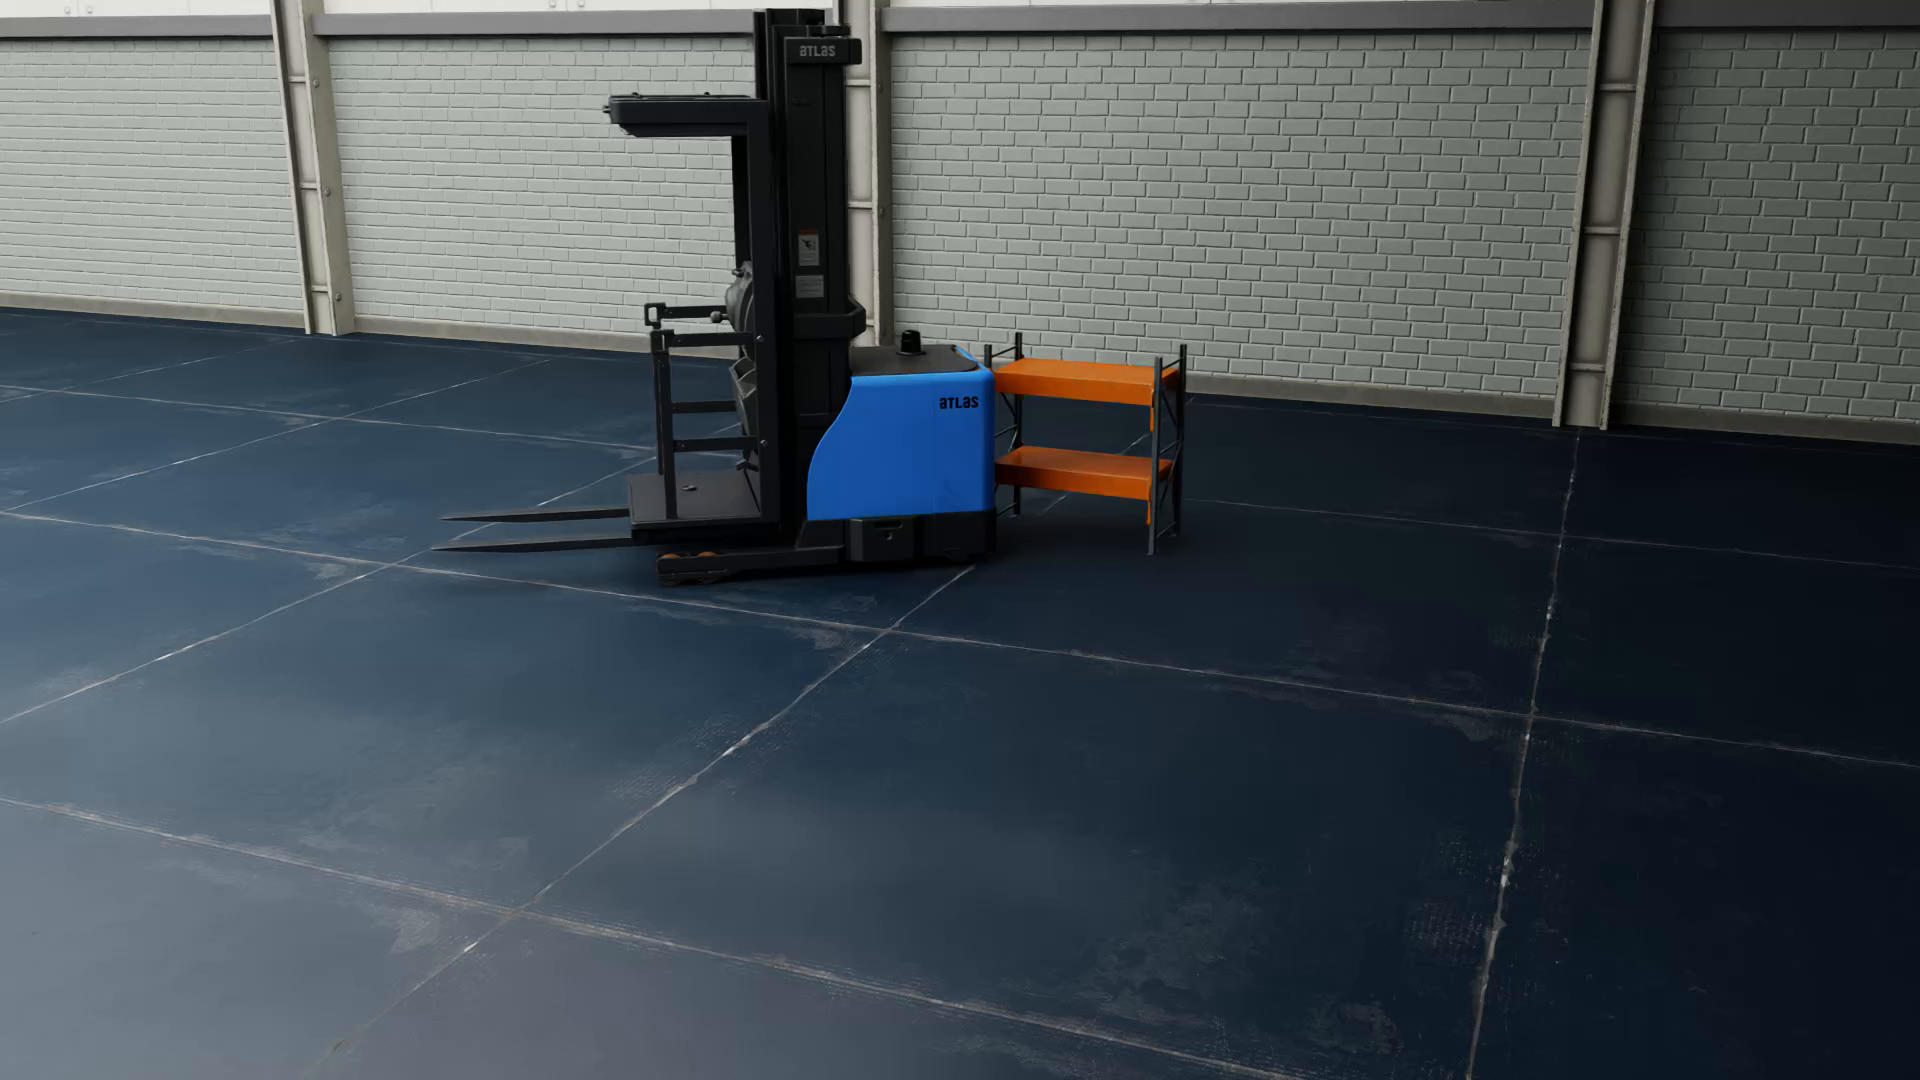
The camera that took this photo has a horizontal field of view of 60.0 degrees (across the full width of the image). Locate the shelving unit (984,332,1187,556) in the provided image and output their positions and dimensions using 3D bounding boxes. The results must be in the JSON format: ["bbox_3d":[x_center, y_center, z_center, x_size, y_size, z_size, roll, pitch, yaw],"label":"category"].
[{"bbox_3d":[0.718,-0.576,9.640,1.048,1.125,0.538,7,18,23],"label":"shelving unit"}]

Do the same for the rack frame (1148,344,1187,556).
[{"bbox_3d":[1.181,-0.517,9.438,0.032,1.125,0.500,7,18,23],"label":"rack frame"}]

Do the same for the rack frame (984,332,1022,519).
[{"bbox_3d":[0.255,-0.634,9.841,0.032,1.125,0.500,7,18,23],"label":"rack frame"}]

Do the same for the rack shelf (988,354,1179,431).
[{"bbox_3d":[0.718,-0.857,9.558,1.000,0.278,0.538,7,18,23],"label":"rack shelf"}]

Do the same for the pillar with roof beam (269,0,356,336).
[{"bbox_3d":[-7.990,-5.322,11.864,0.400,9.000,9.100,6,17,21],"label":"pillar with roof beam"}]

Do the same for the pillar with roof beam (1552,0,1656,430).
[{"bbox_3d":[3.173,-4.094,7.635,0.400,9.000,9.100,6,17,21],"label":"pillar with roof beam"}]

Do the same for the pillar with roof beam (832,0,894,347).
[{"bbox_3d":[-2.408,-4.708,9.749,0.400,9.000,9.100,6,17,21],"label":"pillar with roof beam"}]

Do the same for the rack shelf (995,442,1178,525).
[{"bbox_3d":[0.718,-0.341,9.708,1.000,0.278,0.538,7,18,23],"label":"rack shelf"}]

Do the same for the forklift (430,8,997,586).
[{"bbox_3d":[-1.366,-1.326,8.984,3.031,2.935,1.130,-3,17,-12],"label":"forklift"}]
